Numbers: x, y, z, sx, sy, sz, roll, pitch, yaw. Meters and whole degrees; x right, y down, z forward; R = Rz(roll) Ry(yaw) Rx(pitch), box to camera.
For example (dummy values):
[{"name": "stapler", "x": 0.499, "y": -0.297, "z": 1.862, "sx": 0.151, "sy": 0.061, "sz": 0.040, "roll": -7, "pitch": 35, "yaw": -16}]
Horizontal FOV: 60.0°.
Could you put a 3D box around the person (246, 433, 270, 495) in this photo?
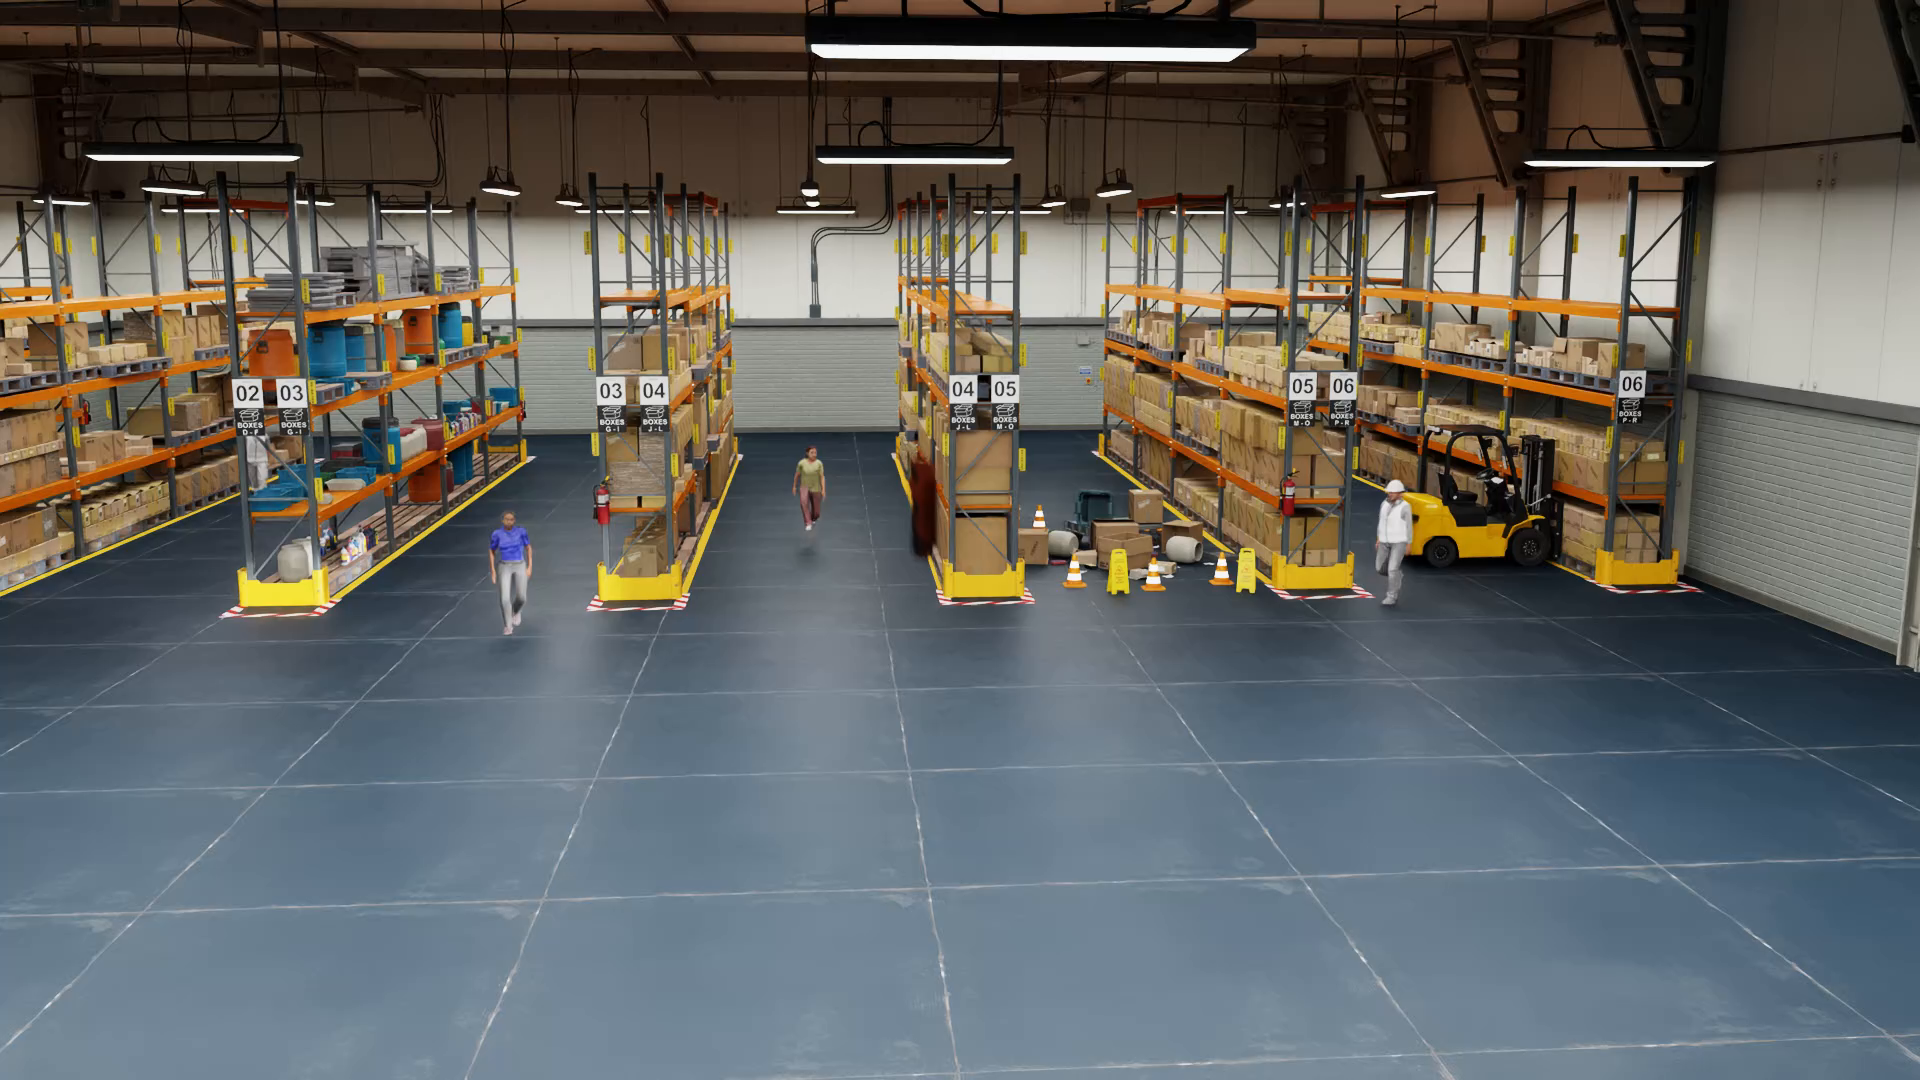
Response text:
[{"name": "person", "x": -13.569, "y": -1.495, "z": 32.056, "sx": 0.490, "sy": 1.743, "sz": 1.071, "roll": -2, "pitch": 10, "yaw": -13}]

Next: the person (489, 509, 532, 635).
[{"name": "person", "x": -5.903, "y": 0.387, "z": 21.875, "sx": 0.539, "sy": 1.639, "sz": 0.554, "roll": -3, "pitch": 10, "yaw": -15}]

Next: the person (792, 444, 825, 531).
[{"name": "person", "x": -2.549, "y": -0.914, "z": 28.196, "sx": 0.524, "sy": 1.440, "sz": 1.081, "roll": -2, "pitch": 10, "yaw": -14}]

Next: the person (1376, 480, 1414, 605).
[{"name": "person", "x": 6.183, "y": 0.008, "z": 23.560, "sx": 0.761, "sy": 1.755, "sz": 0.559, "roll": -9, "pitch": 14, "yaw": -42}]
